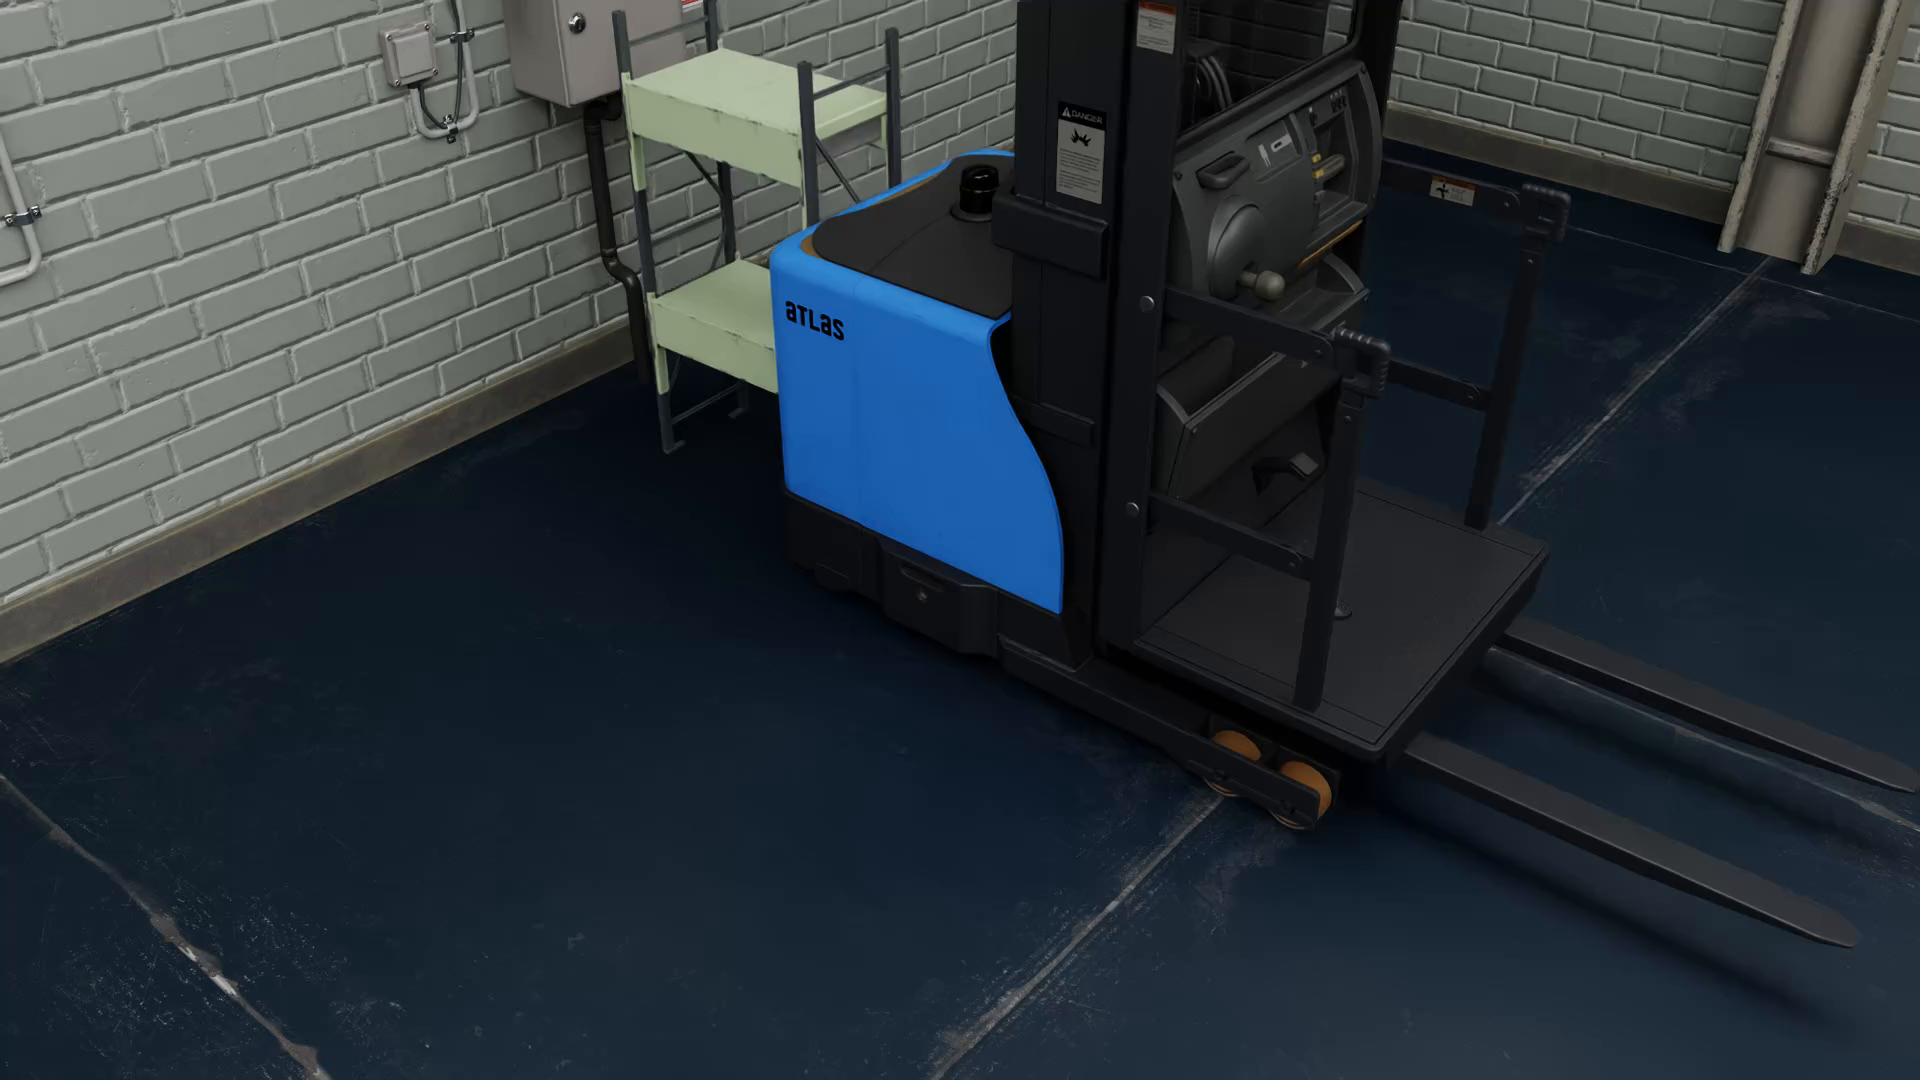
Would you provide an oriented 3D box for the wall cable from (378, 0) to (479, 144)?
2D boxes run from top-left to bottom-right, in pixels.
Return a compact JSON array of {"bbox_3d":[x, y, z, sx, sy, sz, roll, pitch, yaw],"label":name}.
[{"bbox_3d":[-1.676,-2.004,4.621,0.122,1.984,0.588,25,42,32],"label":"wall cable"}]

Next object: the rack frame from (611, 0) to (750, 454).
[{"bbox_3d":[-0.883,-1.003,5.385,0.023,1.500,0.400,24,41,31],"label":"rack frame"}]

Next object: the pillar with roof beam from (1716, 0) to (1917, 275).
[{"bbox_3d":[0.697,-3.061,1.758,0.400,9.000,9.100,25,42,32],"label":"pillar with roof beam"}]

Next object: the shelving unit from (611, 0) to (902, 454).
[{"bbox_3d":[-0.594,-0.875,5.199,0.755,1.500,0.400,24,41,31],"label":"shelving unit"}]

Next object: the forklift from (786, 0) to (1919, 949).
[{"bbox_3d":[0.967,-0.767,3.855,2.937,2.843,1.107,24,41,31],"label":"forklift"}]

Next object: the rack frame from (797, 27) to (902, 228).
[{"bbox_3d":[-0.306,-0.747,5.014,0.023,1.500,0.400,24,41,31],"label":"rack frame"}]

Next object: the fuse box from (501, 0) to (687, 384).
[{"bbox_3d":[-1.118,-1.294,5.622,0.414,1.711,0.539,25,42,32],"label":"fuse box"}]

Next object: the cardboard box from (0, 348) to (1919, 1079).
[{"bbox_3d":[2.303,2.200,0.678,13.522,1.550,6.103,24,41,31],"label":"cardboard box"}]
